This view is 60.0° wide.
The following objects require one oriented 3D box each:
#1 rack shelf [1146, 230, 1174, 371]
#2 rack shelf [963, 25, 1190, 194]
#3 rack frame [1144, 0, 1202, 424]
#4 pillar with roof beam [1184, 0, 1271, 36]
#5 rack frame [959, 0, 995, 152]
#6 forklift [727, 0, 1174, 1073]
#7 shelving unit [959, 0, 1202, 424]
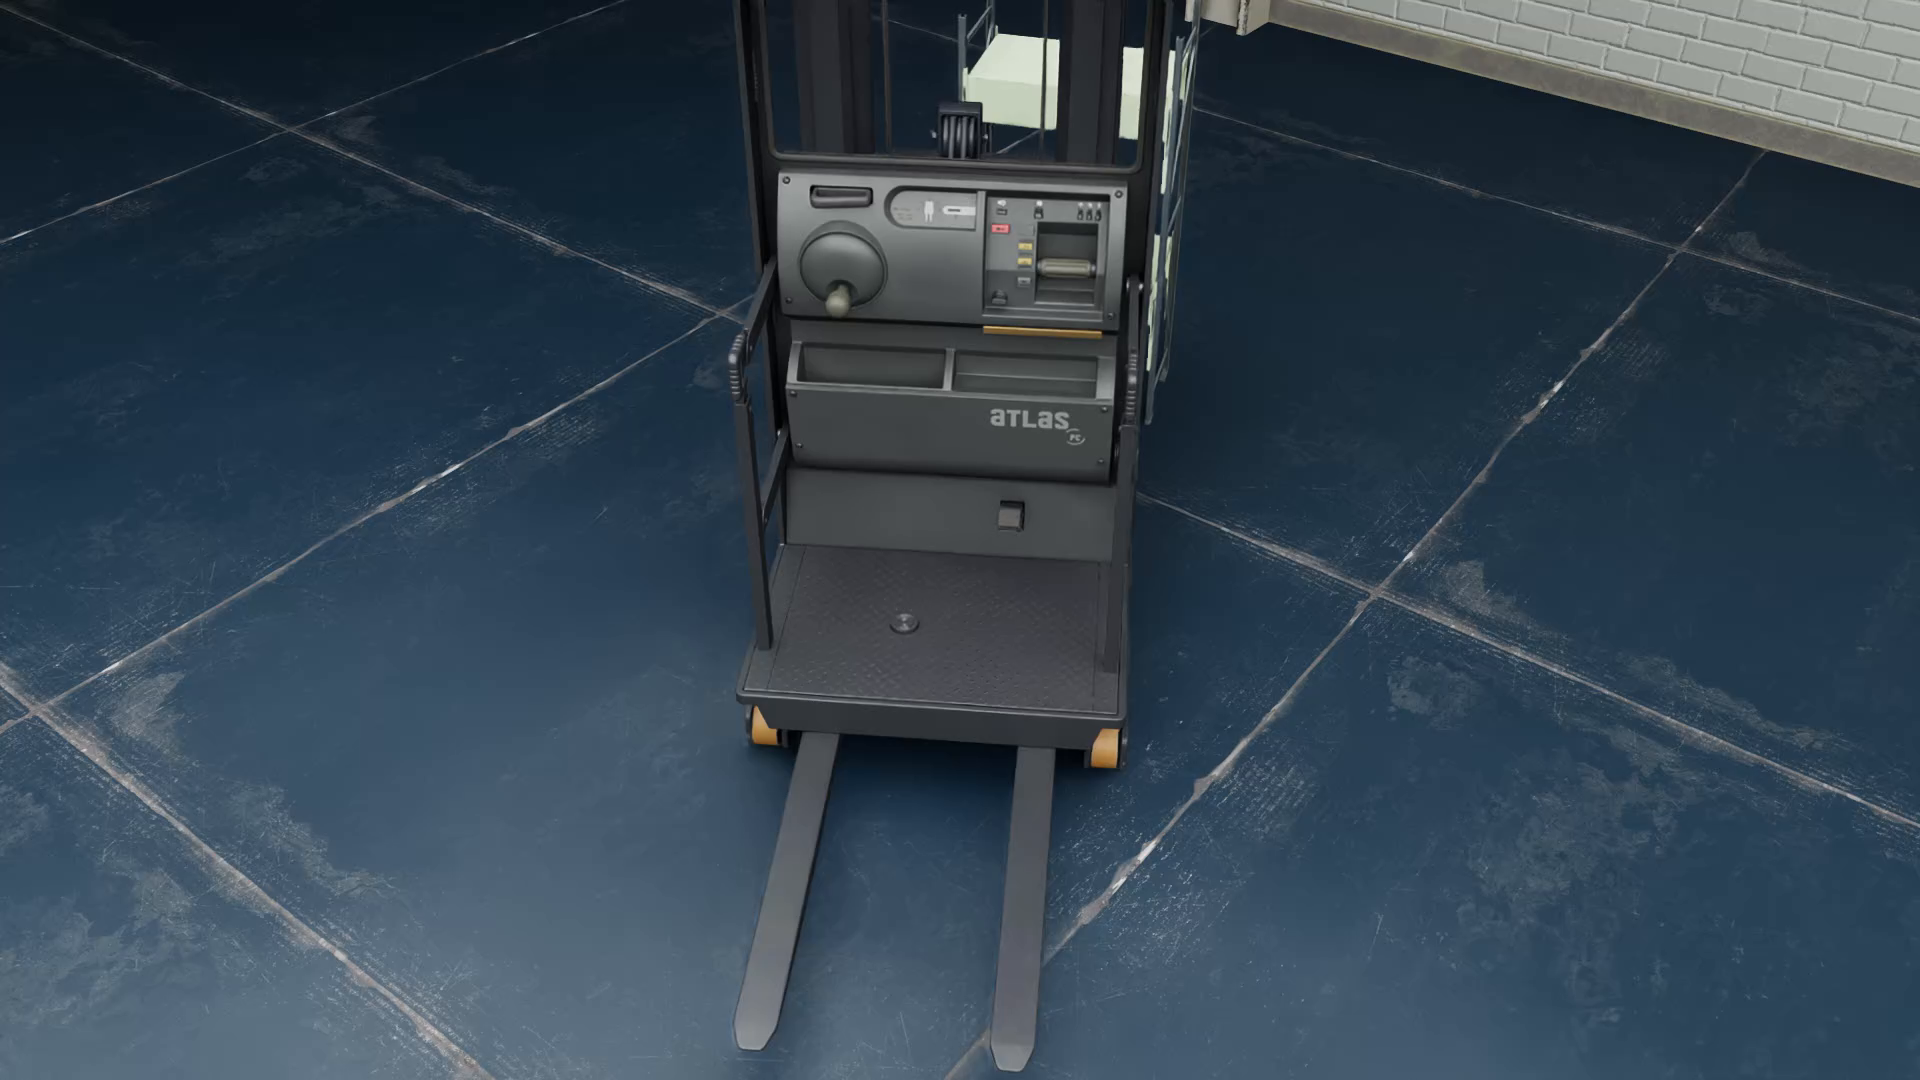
[{"bbox_3d":[0.412,-0.954,6.280,0.720,0.370,0.431,10,39,12],"label":"rack shelf"},{"bbox_3d":[0.413,-1.518,5.839,0.720,0.370,0.431,10,39,12],"label":"rack shelf"},{"bbox_3d":[0.765,-1.150,6.002,0.023,1.500,0.400,10,39,12],"label":"rack frame"},{"bbox_3d":[-1.075,-4.429,4.108,0.400,9.000,9.100,25,45,29],"label":"pillar with roof beam"},{"bbox_3d":[0.060,-1.272,6.157,0.023,1.500,0.400,10,39,12],"label":"rack frame"},{"bbox_3d":[-0.043,-0.704,4.271,1.130,2.935,3.031,3,38,4],"label":"forklift"},{"bbox_3d":[0.413,-1.211,6.080,0.755,1.500,0.431,10,39,12],"label":"shelving unit"}]
